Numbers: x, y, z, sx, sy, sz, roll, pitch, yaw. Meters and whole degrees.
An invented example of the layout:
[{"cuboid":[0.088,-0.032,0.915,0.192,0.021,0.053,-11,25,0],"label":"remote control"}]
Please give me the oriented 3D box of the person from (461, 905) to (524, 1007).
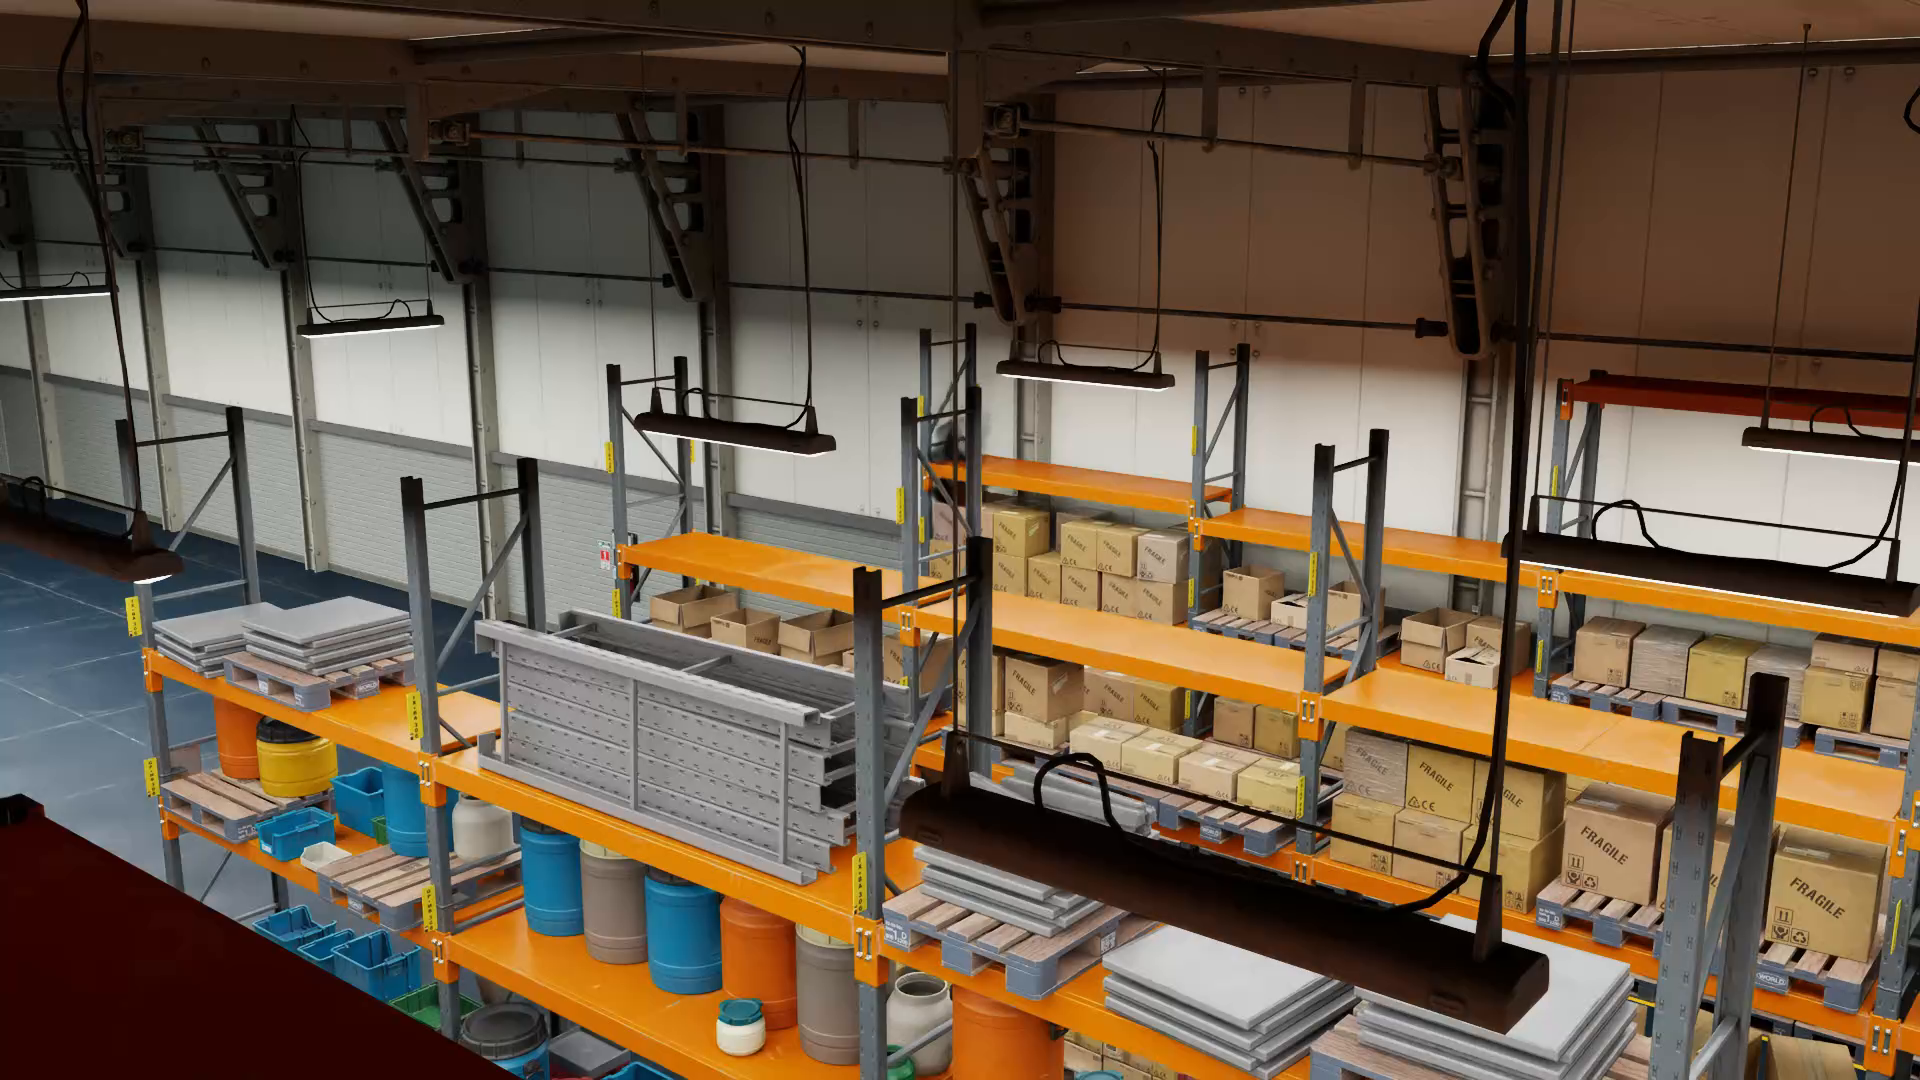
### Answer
[{"cuboid":[-4.226,3.880,15.110,0.888,1.771,0.646,6,14,26],"label":"person"}]
